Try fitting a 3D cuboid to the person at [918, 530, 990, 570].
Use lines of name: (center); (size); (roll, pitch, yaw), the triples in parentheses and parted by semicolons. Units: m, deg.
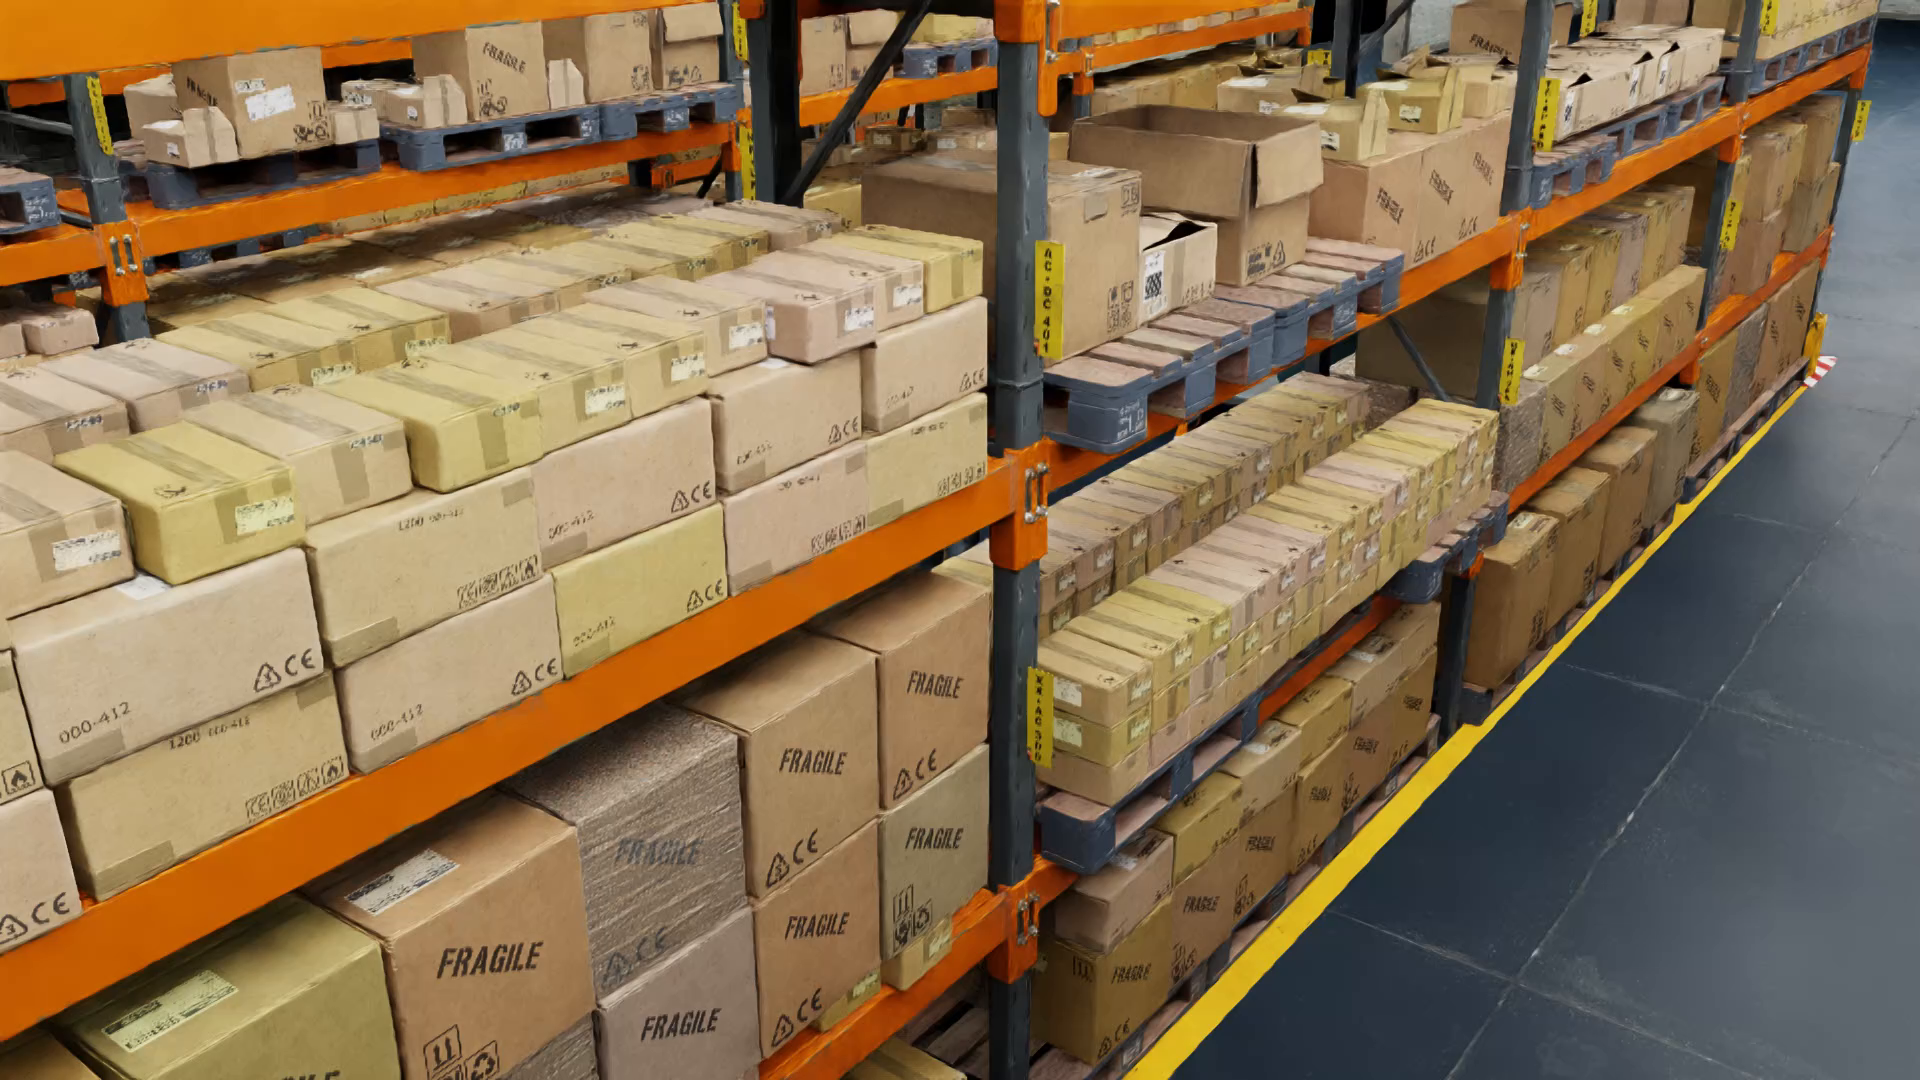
person: (-0.086, -0.131, 9.378); (0.600, 1.754, 0.563); (2, 23, 4)
